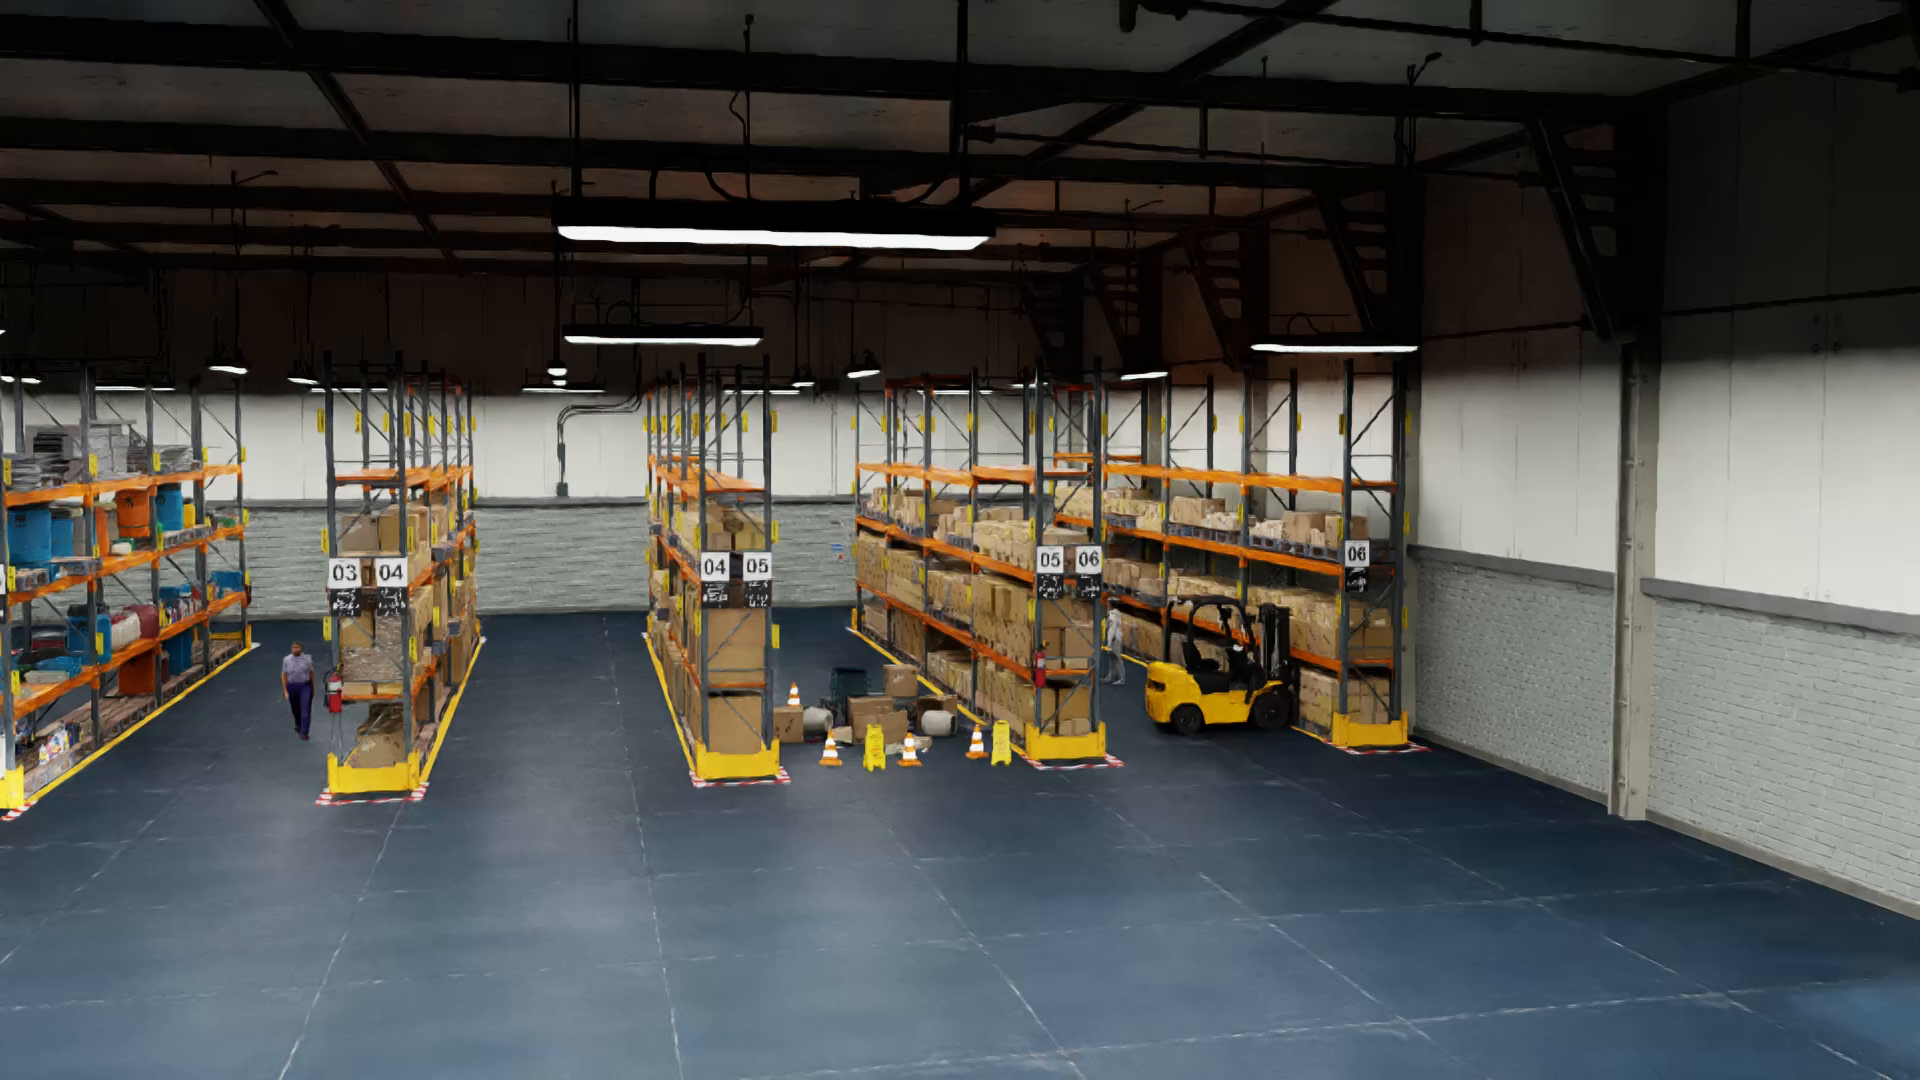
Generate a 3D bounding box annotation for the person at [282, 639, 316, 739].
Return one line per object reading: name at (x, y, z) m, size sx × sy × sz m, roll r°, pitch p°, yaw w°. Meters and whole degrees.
person at (-10.578, 2.358, 26.564) m, size 0.479 × 1.567 × 1.090 m, roll -1°, pitch 4°, yaw -11°

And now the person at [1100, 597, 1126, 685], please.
person at (2.941, 1.928, 32.026) m, size 0.545 × 1.665 × 0.571 m, roll 1°, pitch 4°, yaw 14°

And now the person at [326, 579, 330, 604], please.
person at (-14.675, 1.409, 39.469) m, size 0.719 × 1.714 × 0.578 m, roll -1°, pitch 4°, yaw -15°
